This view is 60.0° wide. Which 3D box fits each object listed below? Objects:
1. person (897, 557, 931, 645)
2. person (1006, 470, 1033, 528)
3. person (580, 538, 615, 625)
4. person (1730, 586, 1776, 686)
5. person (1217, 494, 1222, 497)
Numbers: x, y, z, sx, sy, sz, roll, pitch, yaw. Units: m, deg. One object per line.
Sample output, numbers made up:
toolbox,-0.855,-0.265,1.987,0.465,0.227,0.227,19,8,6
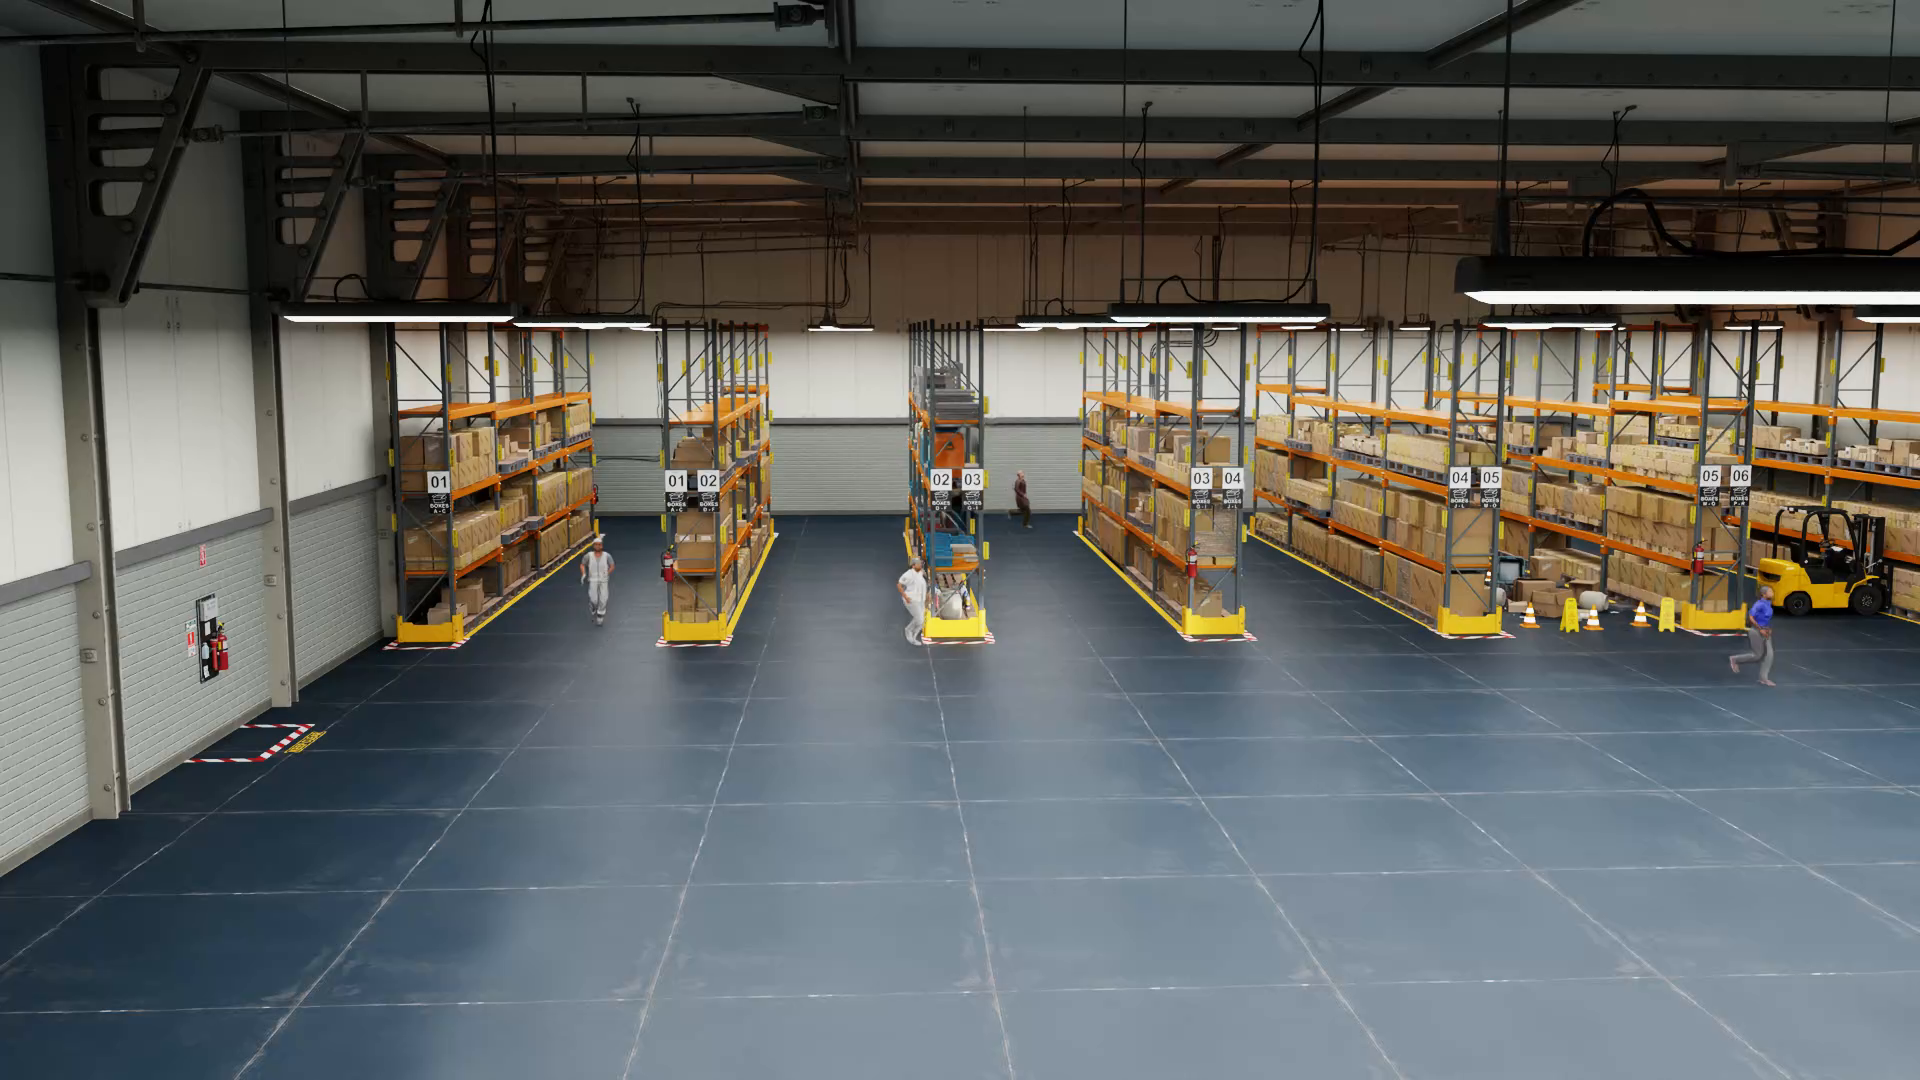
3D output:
person,-0.796,1.137,30.696,0.508,1.630,0.616,6,9,38
person,1.762,-1.208,49.306,0.812,1.737,0.726,0,7,4
person,-7.081,0.829,32.573,0.656,1.738,0.586,-2,7,-16
person,13.137,1.555,27.417,0.761,1.637,0.600,7,10,44
person,7.385,-1.103,48.168,0.902,1.752,0.753,-5,9,-37
